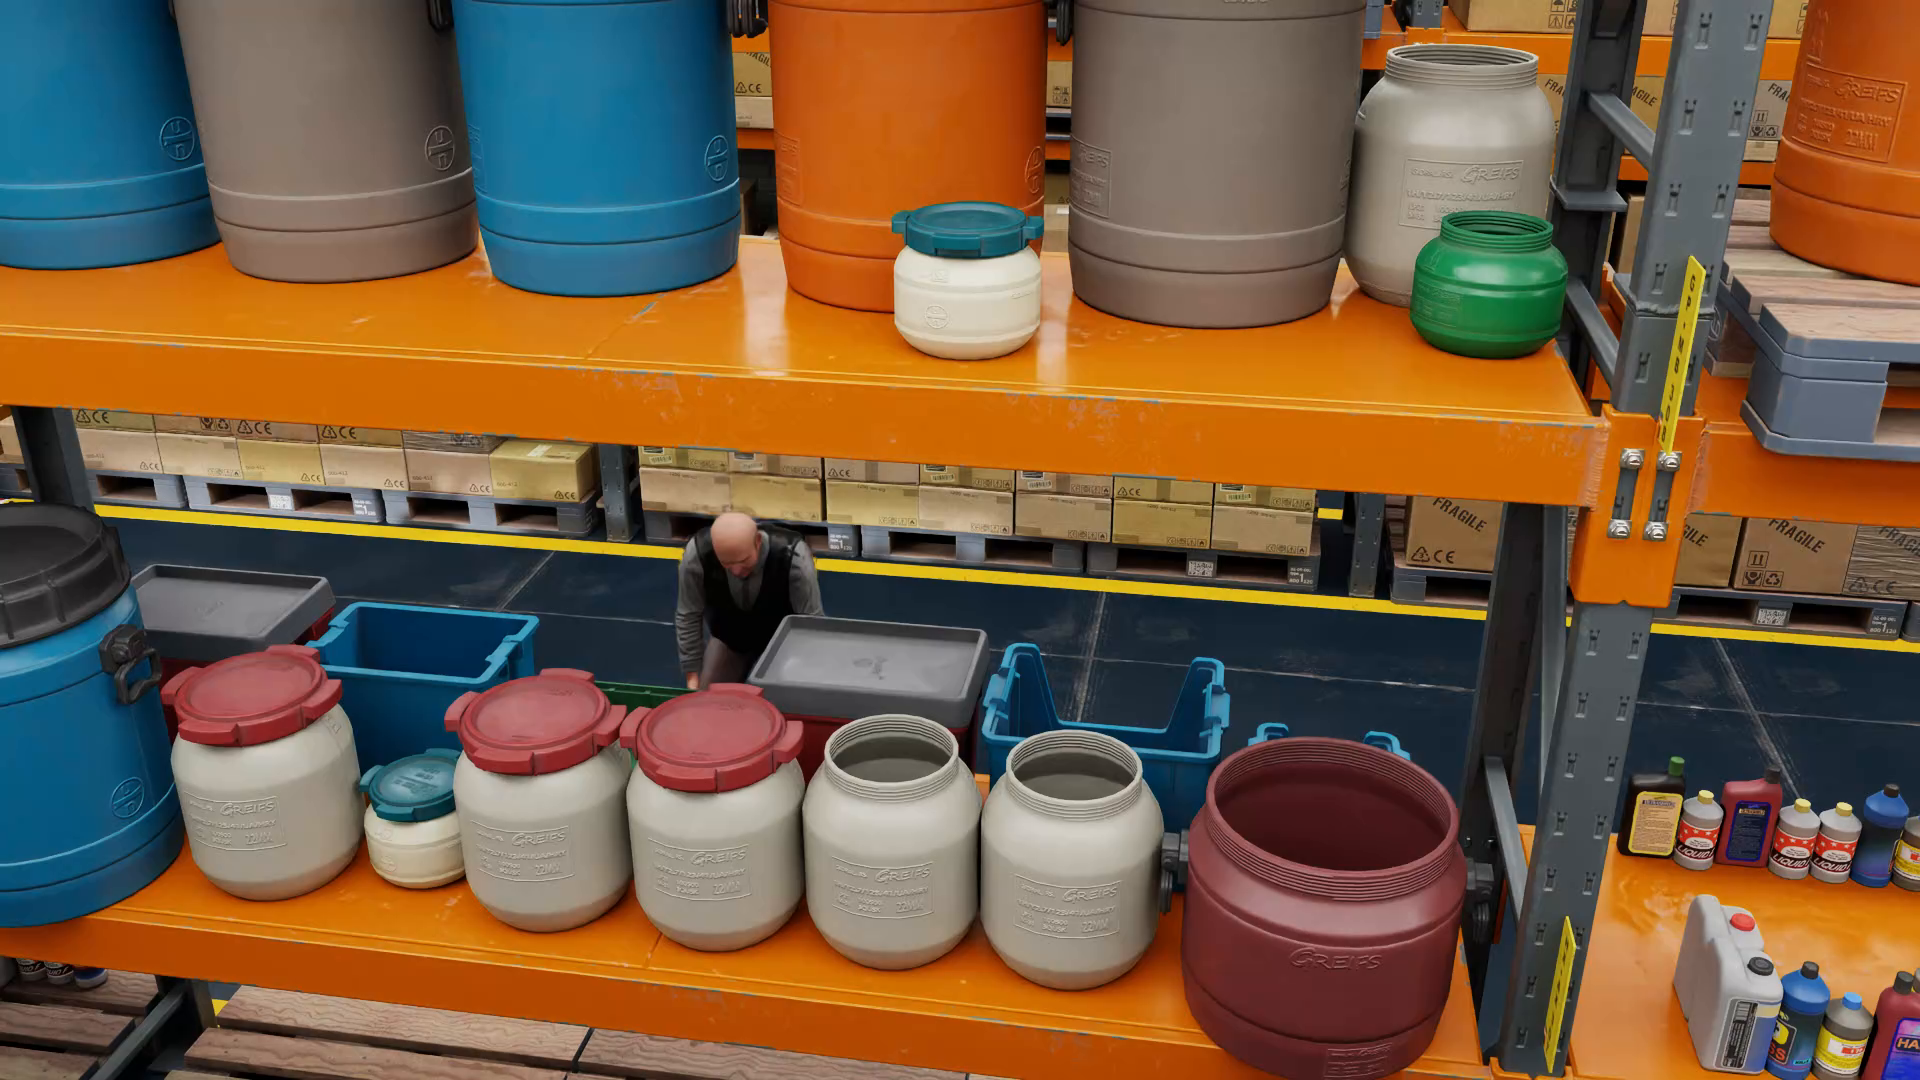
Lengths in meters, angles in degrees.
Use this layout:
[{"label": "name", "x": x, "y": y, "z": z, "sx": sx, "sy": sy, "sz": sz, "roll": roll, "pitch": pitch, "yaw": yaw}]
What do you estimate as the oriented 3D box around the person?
[{"label": "person", "x": -0.782, "y": 0.454, "z": 6.504, "sx": 0.591, "sy": 1.433, "sz": 0.690, "roll": 4, "pitch": 25, "yaw": 9}]
